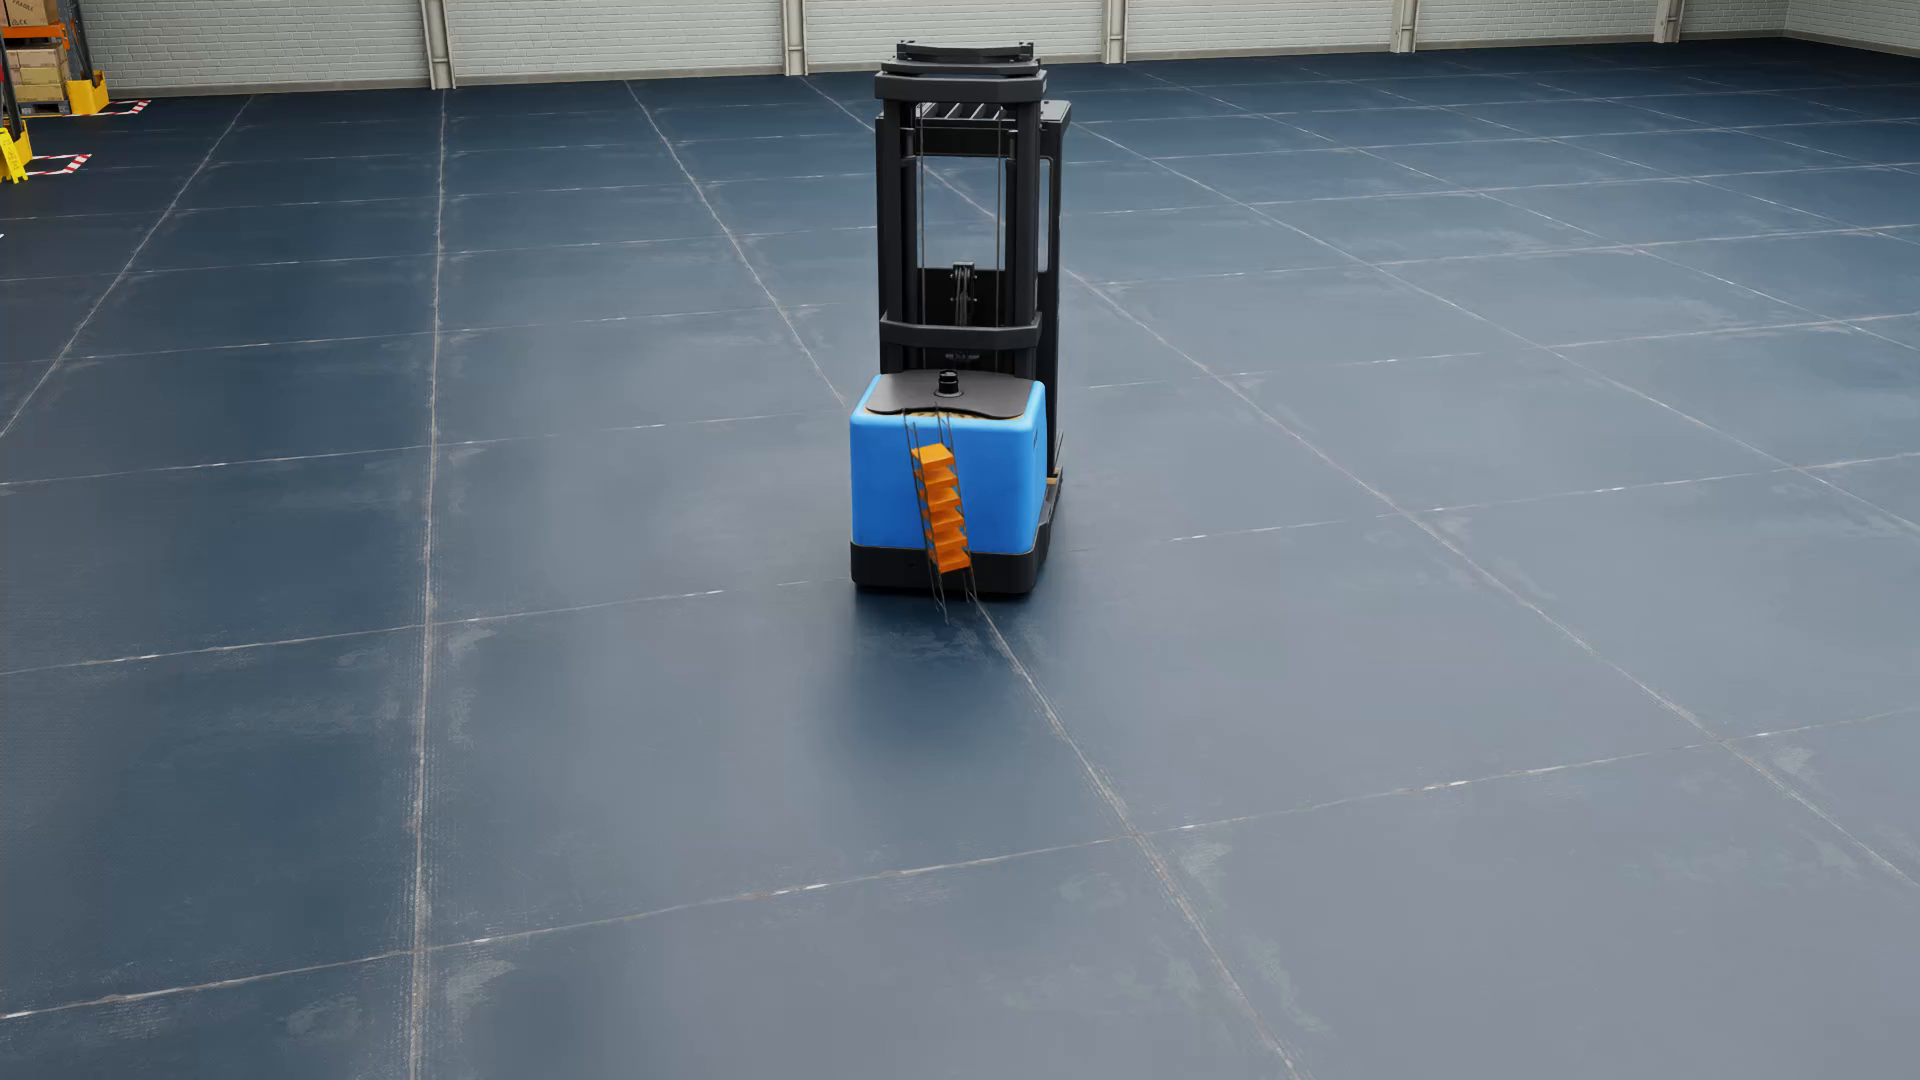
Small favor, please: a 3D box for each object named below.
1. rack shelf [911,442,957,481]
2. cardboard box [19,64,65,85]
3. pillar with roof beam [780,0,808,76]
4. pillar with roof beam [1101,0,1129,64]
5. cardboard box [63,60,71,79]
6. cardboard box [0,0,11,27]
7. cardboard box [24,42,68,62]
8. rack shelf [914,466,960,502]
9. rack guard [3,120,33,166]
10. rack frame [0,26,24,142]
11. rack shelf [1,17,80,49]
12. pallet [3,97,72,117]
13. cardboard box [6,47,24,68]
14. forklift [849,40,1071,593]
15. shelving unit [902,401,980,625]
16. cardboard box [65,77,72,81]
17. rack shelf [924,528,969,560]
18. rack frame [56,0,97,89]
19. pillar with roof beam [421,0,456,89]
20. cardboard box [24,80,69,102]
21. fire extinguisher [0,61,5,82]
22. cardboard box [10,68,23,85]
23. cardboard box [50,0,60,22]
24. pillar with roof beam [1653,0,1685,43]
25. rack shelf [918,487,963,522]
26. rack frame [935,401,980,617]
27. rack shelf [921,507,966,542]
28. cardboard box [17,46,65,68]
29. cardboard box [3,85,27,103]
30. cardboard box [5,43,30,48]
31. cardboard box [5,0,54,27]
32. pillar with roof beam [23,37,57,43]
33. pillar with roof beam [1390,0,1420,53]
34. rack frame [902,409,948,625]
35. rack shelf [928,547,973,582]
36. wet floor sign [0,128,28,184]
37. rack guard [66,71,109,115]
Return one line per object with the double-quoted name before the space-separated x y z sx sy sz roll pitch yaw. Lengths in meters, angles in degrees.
"rack shelf" -0.145 -0.424 8.897 0.180 0.103 0.258 -14 24 -12
"cardboard box" -13.943 -7.084 25.276 0.500 0.250 0.500 -7 24 -15
"pillar with roof beam" -1.756 -10.764 23.924 0.400 9.000 9.100 -6 24 -14
"pillar with roof beam" 4.021 -11.403 25.413 0.400 9.000 9.100 -6 24 -14
"cardboard box" -14.068 -7.283 25.740 0.500 0.250 0.500 -6 24 -13
"cardboard box" -14.464 -7.937 24.818 0.500 0.500 0.500 -6 24 -13
"cardboard box" -14.073 -7.505 25.623 0.500 0.250 0.500 -7 24 -15
"rack shelf" -0.127 -0.316 8.945 0.180 0.103 0.258 -14 24 -12
"rack guard" -12.288 -5.054 21.396 0.348 0.500 1.175 -6 24 -14
"rack frame" -12.215 -6.211 20.922 0.127 3.000 1.000 -6 24 -14
"rack shelf" -15.485 -7.552 24.958 4.000 0.370 1.077 -6 24 -14
"pallet" -14.284 -6.717 25.635 1.213 0.211 1.003 -6 24 -14
"cardboard box" -14.408 -7.260 25.053 0.500 0.250 0.500 -6 24 -13
"forklift" 0.084 -1.593 10.246 1.130 2.935 3.031 3 23 7
"shelving unit" -0.099 -0.139 9.025 0.189 1.200 0.258 -14 24 -12
"cardboard box" -14.085 -7.047 25.823 0.500 0.250 0.500 -6 24 -14
"rack shelf" -0.076 0.009 9.091 0.180 0.103 0.258 -14 24 -12
"rack frame" -13.559 -8.095 25.313 0.127 3.000 1.000 -6 24 -14
"pillar with roof beam" -7.533 -10.125 22.435 0.400 9.000 9.100 -6 24 -14
"cardboard box" -13.926 -6.855 25.376 0.500 0.250 0.500 -6 24 -14
"fire extinguisher" -11.980 -6.013 20.557 0.183 0.674 0.296 -6 24 -14
"cardboard box" -14.429 -7.035 25.161 0.500 0.250 0.500 -7 24 -15
"cardboard box" -14.111 -8.194 25.416 0.500 0.500 0.500 -6 24 -13
"pillar with roof beam" 15.575 -12.681 28.392 0.400 9.000 9.100 -6 24 -14
"rack shelf" -0.110 -0.208 8.994 0.180 0.103 0.258 -14 24 -12
"rack frame" -0.012 -0.161 9.043 0.006 1.200 0.240 -14 24 -12
"rack shelf" -0.093 -0.099 9.043 0.180 0.103 0.258 -14 24 -12
"cardboard box" -13.918 -7.317 25.185 0.500 0.250 0.500 -5 24 -13
"cardboard box" -14.408 -6.805 25.261 0.500 0.250 0.500 -6 24 -14
"cardboard box" -14.553 -7.450 25.496 0.500 0.250 0.500 -6 24 -14
"cardboard box" -13.962 -7.989 24.938 0.500 0.500 0.500 -7 24 -16
"pillar with roof beam" -13.310 -9.486 20.945 0.400 9.000 9.100 -6 24 -14
"pillar with roof beam" 9.798 -12.042 26.903 0.400 9.000 9.100 -6 24 -14
"rack frame" -0.186 -0.117 9.006 0.006 1.200 0.240 -14 24 -12
"rack shelf" -0.058 0.117 9.140 0.180 0.103 0.258 -14 24 -12
"wet floor sign" -11.743 -4.743 20.486 0.232 0.644 0.267 2 23 4
"rack guard" -13.536 -6.949 25.811 0.348 0.500 1.175 -6 24 -14
